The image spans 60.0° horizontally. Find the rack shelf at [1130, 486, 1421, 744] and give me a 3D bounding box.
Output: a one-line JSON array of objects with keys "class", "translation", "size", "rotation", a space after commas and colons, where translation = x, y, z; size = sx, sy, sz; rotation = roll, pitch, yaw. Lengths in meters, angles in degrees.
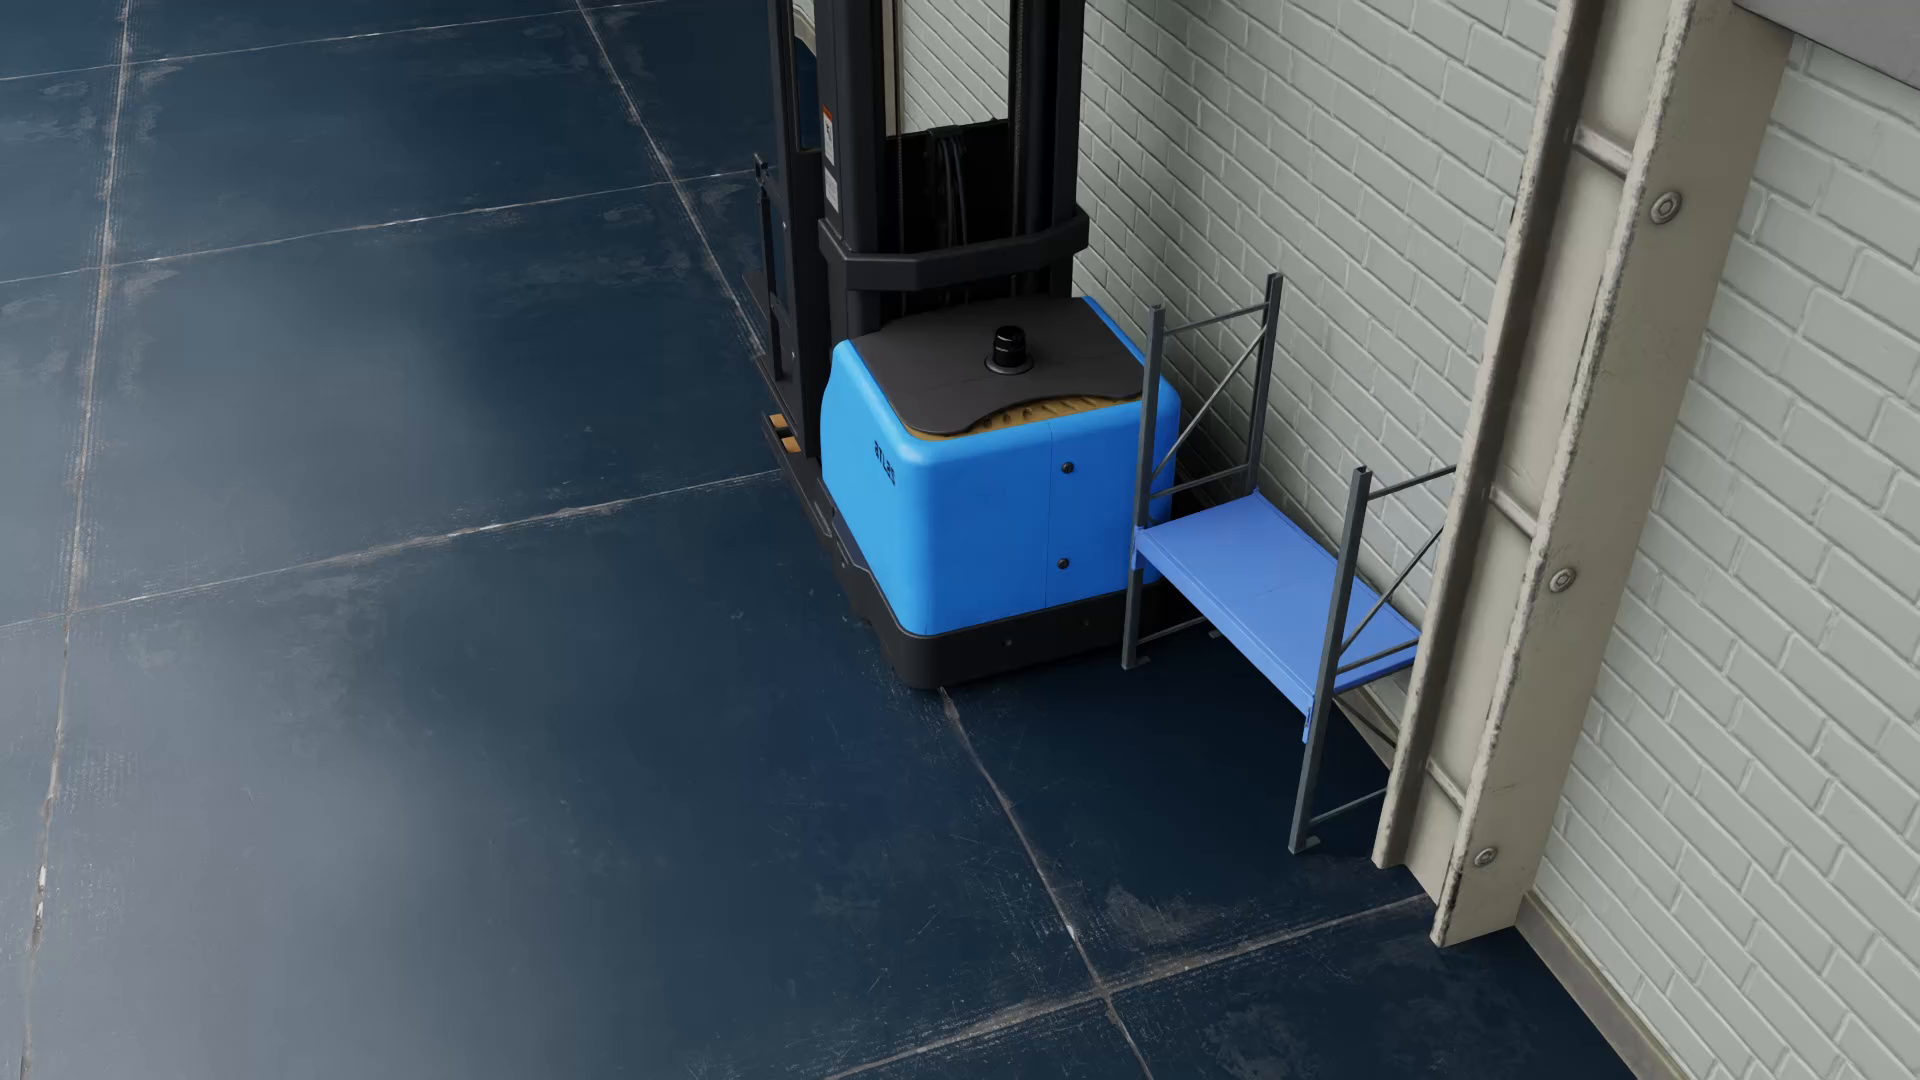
[{"class": "rack shelf", "translation": [1.059, 0.218, 5.514], "size": [0.538, 0.185, 1.000], "rotation": [-18, 40, -22]}]

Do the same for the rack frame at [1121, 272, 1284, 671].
[{"class": "rack frame", "translation": [0.823, -0.197, 5.765], "size": [0.500, 1.500, 0.032], "rotation": [-18, 40, -22]}]

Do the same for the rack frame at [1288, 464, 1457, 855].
[{"class": "rack frame", "translation": [1.296, 0.345, 5.046], "size": [0.500, 1.500, 0.032], "rotation": [-18, 40, -22]}]

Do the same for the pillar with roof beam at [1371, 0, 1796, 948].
[{"class": "pillar with roof beam", "translation": [-2.500, -1.596, 1.390], "size": [9.100, 9.000, 0.400], "rotation": [-12, 39, -16]}]

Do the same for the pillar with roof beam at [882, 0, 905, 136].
[{"class": "pillar with roof beam", "translation": [-4.565, -4.986, 5.890], "size": [9.100, 9.000, 0.400], "rotation": [-12, 39, -16]}]

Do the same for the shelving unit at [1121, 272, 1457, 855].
[{"class": "shelving unit", "translation": [1.059, 0.074, 5.405], "size": [0.538, 1.500, 1.048], "rotation": [-18, 40, -22]}]

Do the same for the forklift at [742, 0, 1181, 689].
[{"class": "forklift", "translation": [-0.220, -1.526, 6.340], "size": [1.130, 2.935, 3.031], "rotation": [-13, 39, -16]}]
